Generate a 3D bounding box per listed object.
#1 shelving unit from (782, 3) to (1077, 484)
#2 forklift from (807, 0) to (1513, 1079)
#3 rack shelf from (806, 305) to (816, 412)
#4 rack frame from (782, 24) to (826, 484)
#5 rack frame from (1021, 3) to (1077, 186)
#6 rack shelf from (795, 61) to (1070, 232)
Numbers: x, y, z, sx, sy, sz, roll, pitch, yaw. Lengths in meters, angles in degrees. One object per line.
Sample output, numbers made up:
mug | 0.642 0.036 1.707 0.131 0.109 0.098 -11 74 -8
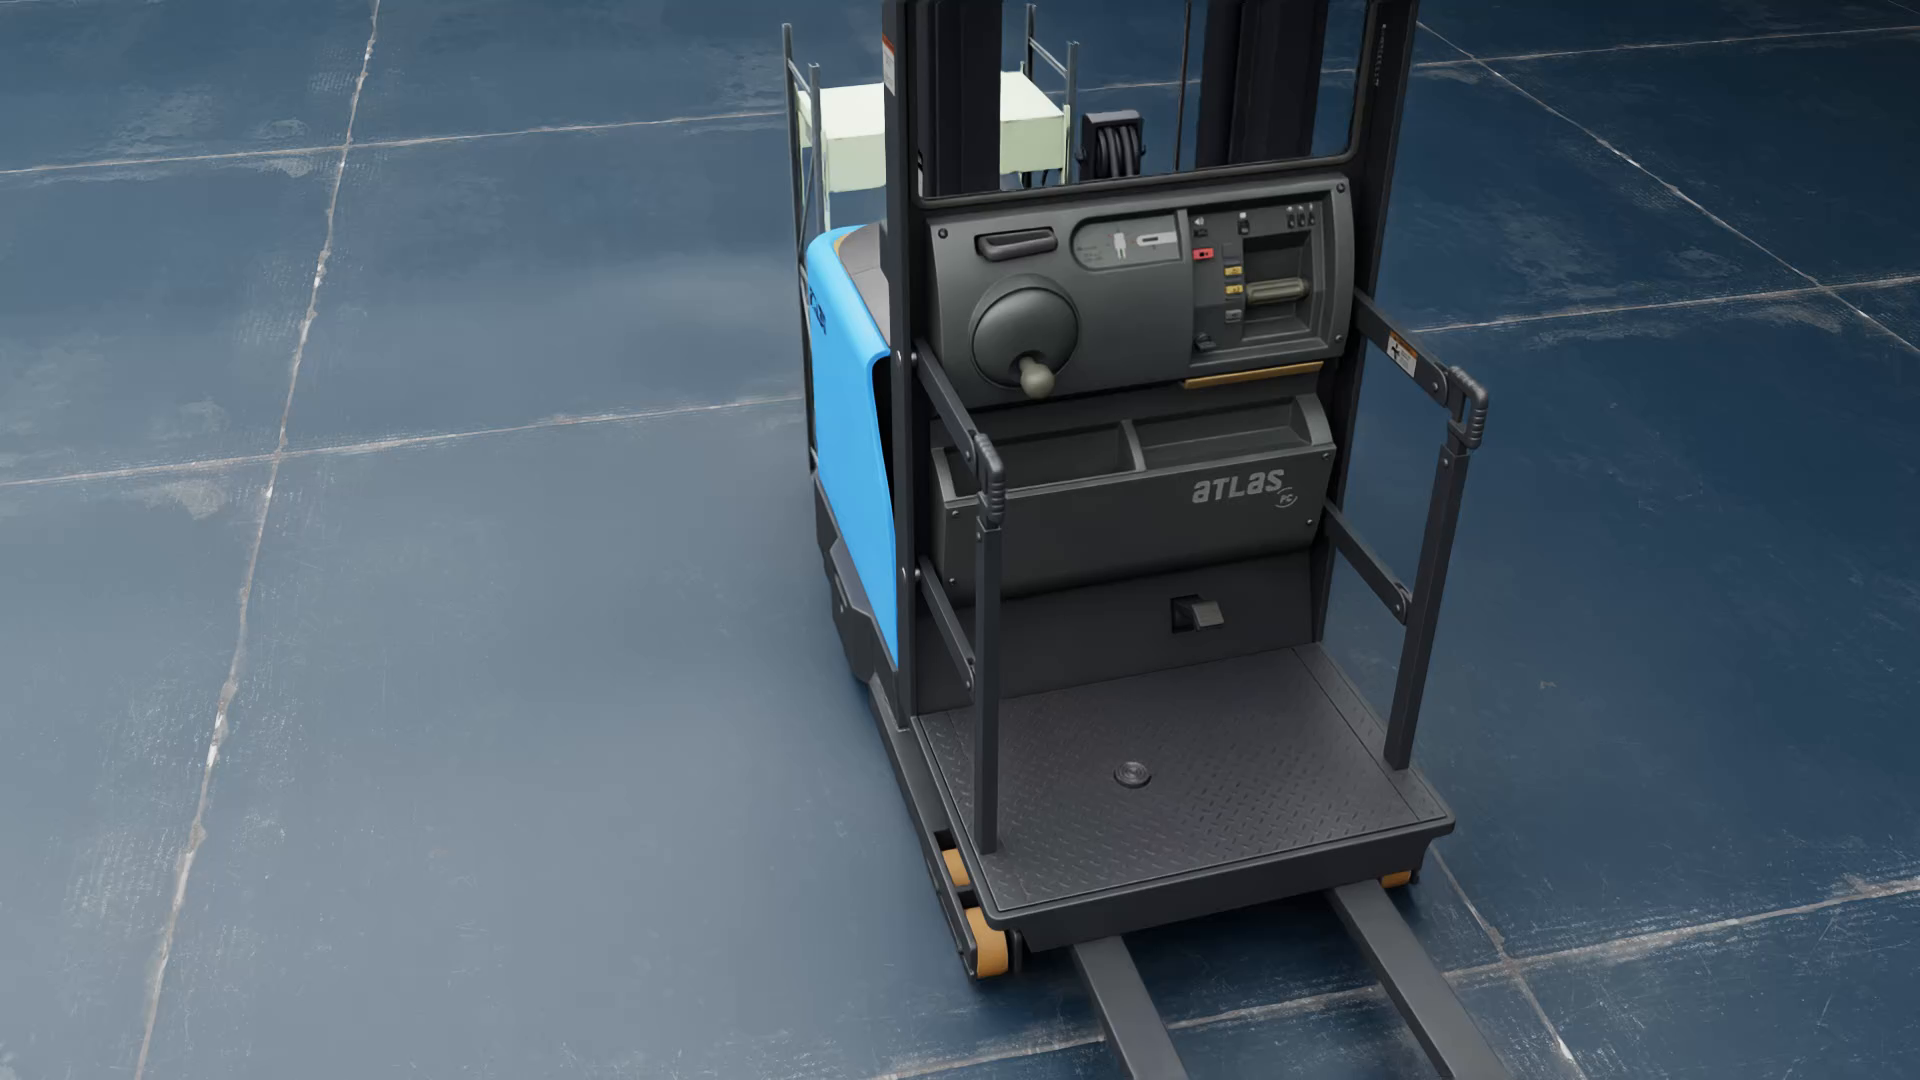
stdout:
shelving unit | -0.092 -0.806 5.105 0.755 1.500 0.431 -9 35 -14
forklift | 0.456 -0.471 3.321 1.130 2.935 3.031 -9 35 -13
rack shelf | -0.092 -0.535 5.287 0.720 0.370 0.431 -9 35 -14
rack frame | -0.443 -0.748 5.019 0.023 1.500 0.400 -9 35 -14
rack frame | 0.259 -0.864 5.191 0.023 1.500 0.400 -9 35 -14
rack shelf | -0.092 -1.130 4.888 0.720 0.370 0.431 -9 35 -14
